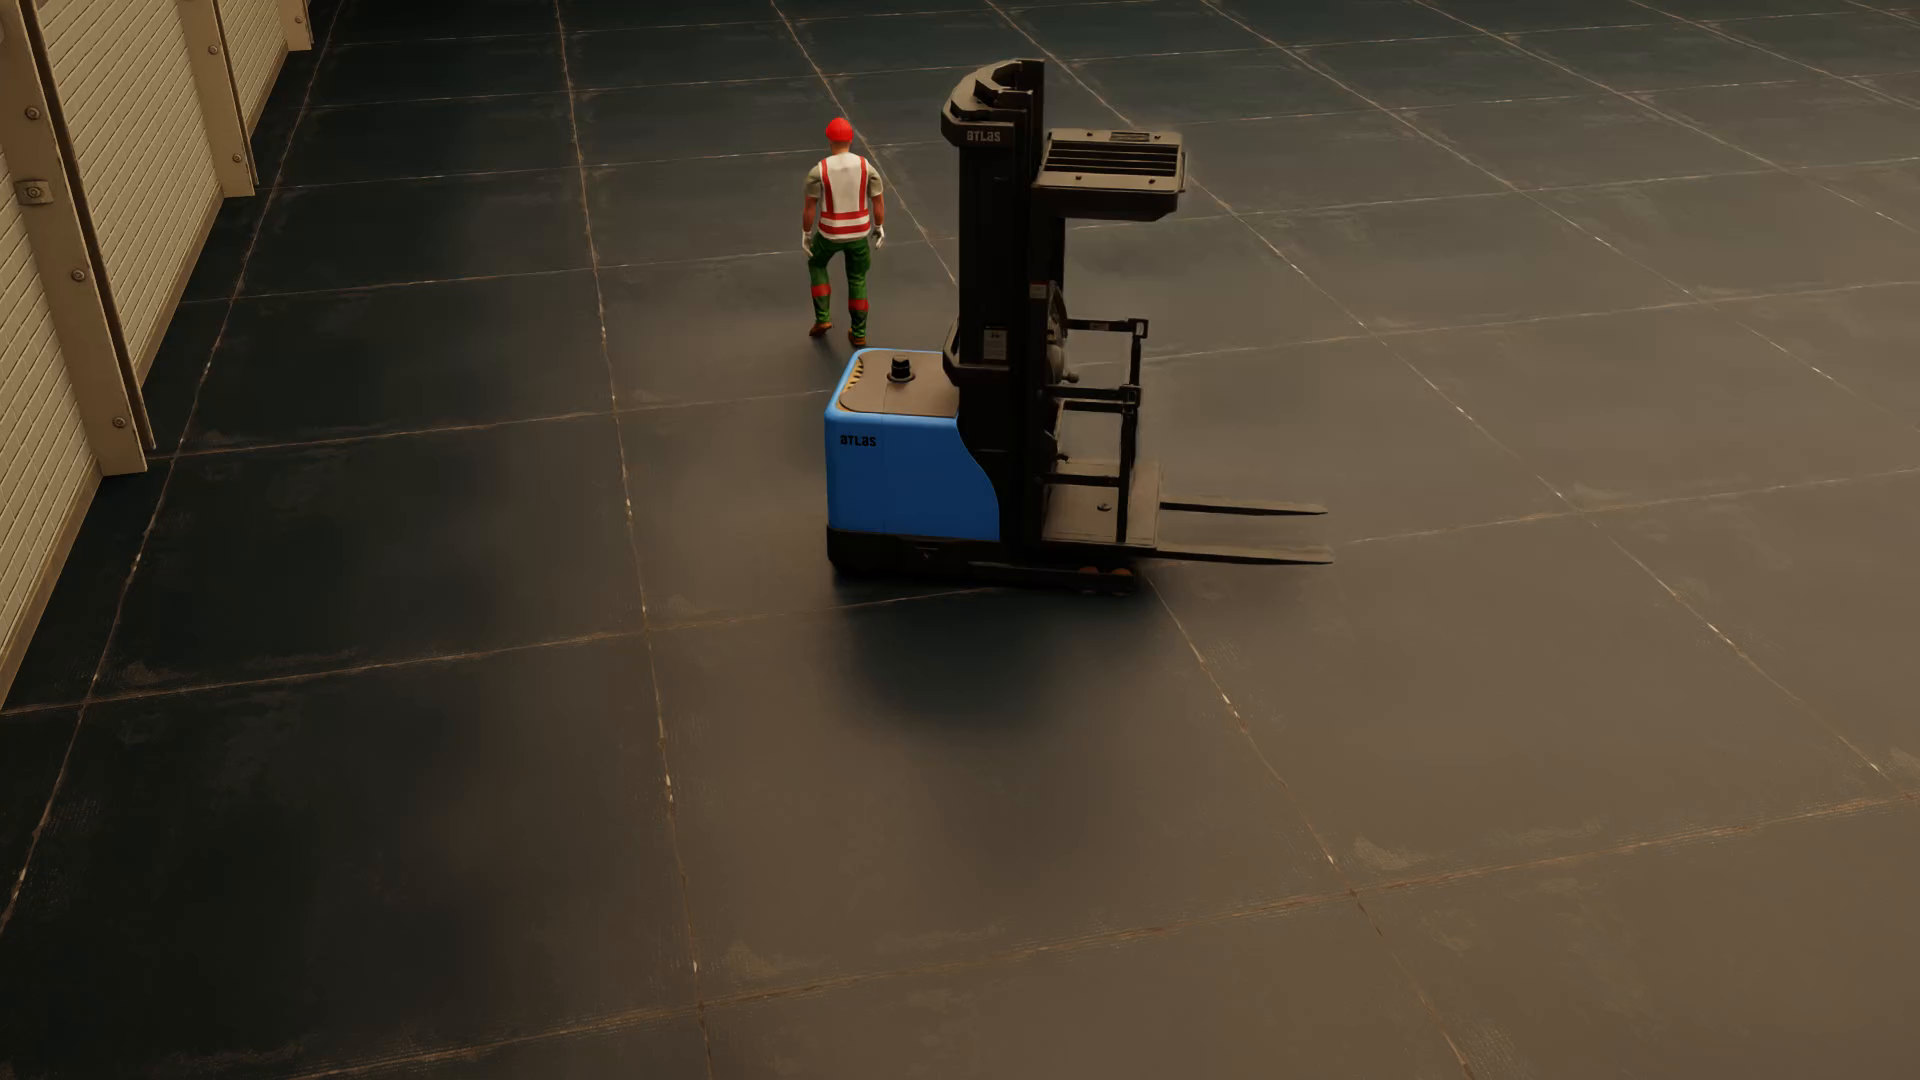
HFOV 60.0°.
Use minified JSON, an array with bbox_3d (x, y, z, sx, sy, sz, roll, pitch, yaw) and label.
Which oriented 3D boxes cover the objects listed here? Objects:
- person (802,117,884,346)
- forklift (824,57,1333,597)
[{"bbox_3d":[-0.918,-2.385,12.892,0.658,1.801,0.486,-7,31,-13],"label":"person"},{"bbox_3d":[0.753,-1.215,9.673,3.031,2.935,1.130,4,30,7],"label":"forklift"}]
